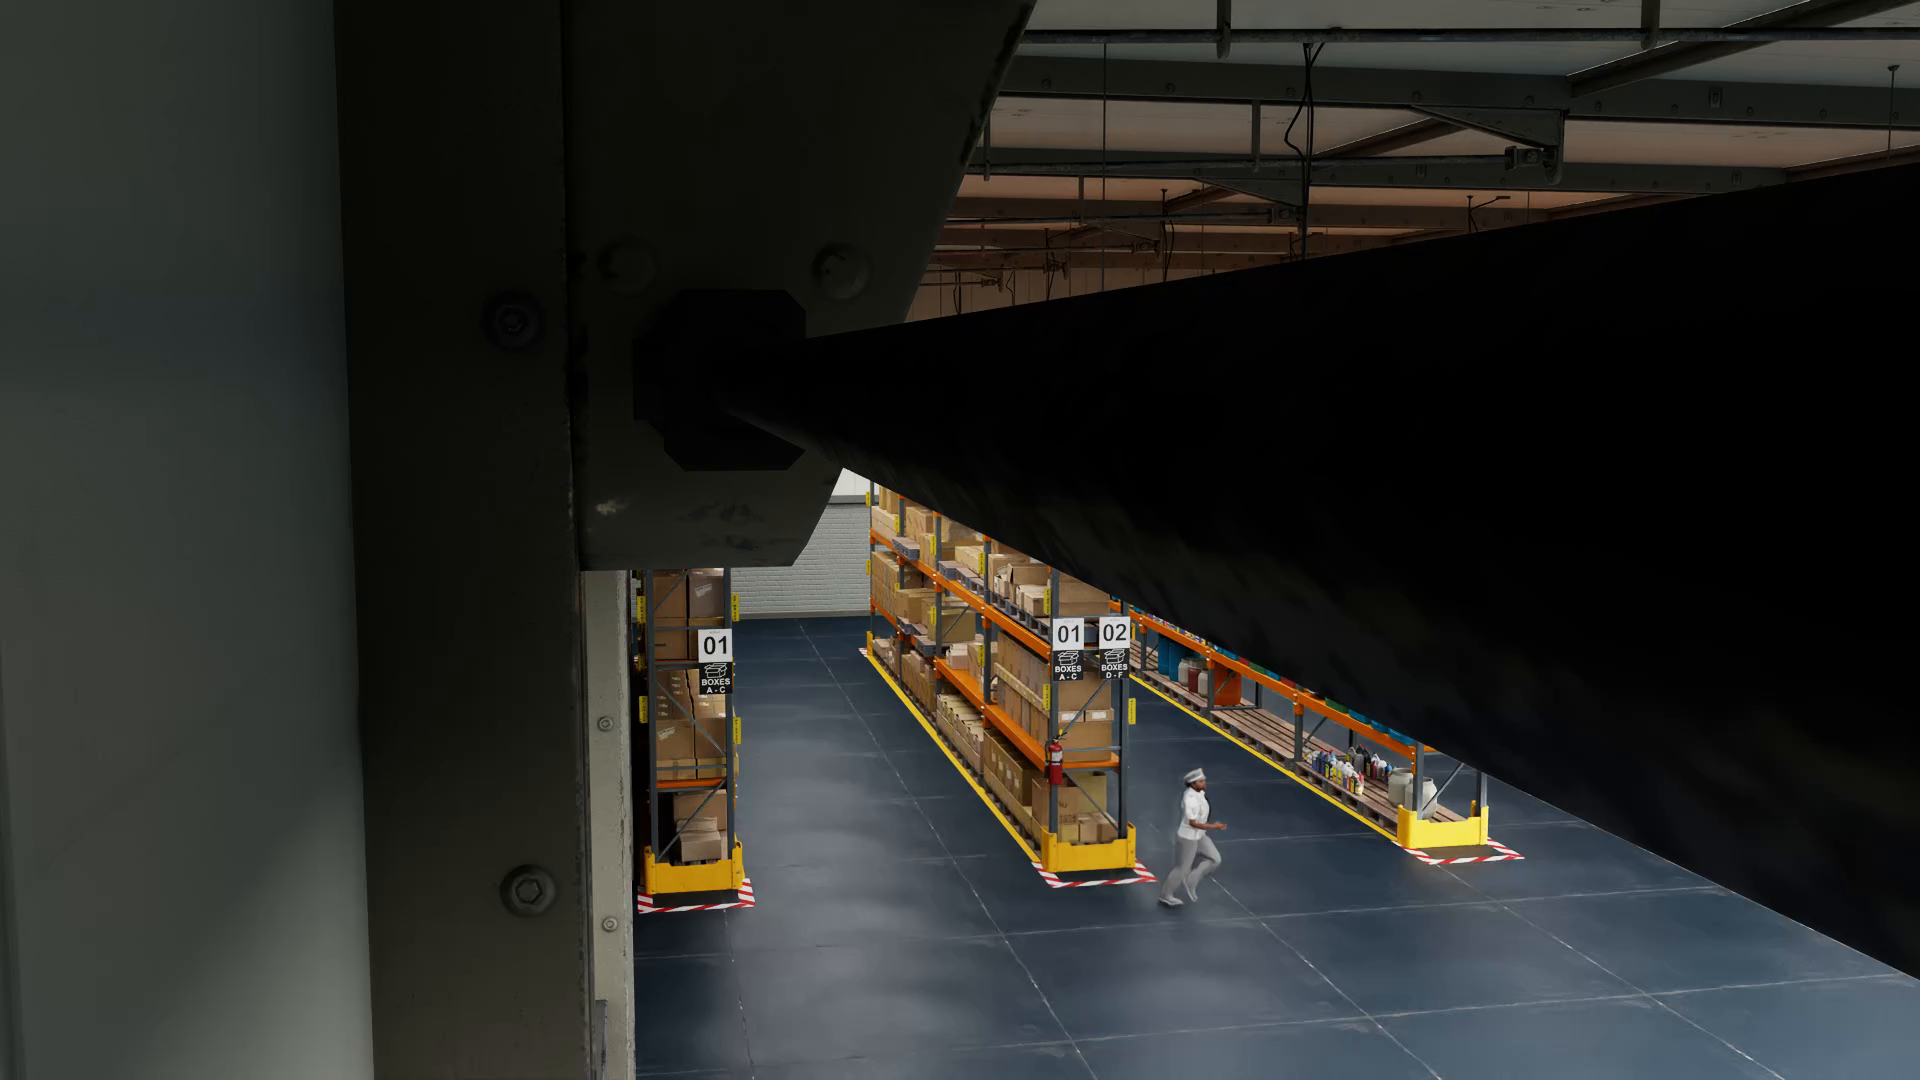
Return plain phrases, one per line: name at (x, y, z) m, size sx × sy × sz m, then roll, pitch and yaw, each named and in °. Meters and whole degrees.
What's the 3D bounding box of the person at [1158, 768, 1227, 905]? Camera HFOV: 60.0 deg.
person at (2.749, 3.457, 19.469) m, size 0.803 × 1.652 × 0.591 m, roll 3°, pitch 7°, yaw 26°
